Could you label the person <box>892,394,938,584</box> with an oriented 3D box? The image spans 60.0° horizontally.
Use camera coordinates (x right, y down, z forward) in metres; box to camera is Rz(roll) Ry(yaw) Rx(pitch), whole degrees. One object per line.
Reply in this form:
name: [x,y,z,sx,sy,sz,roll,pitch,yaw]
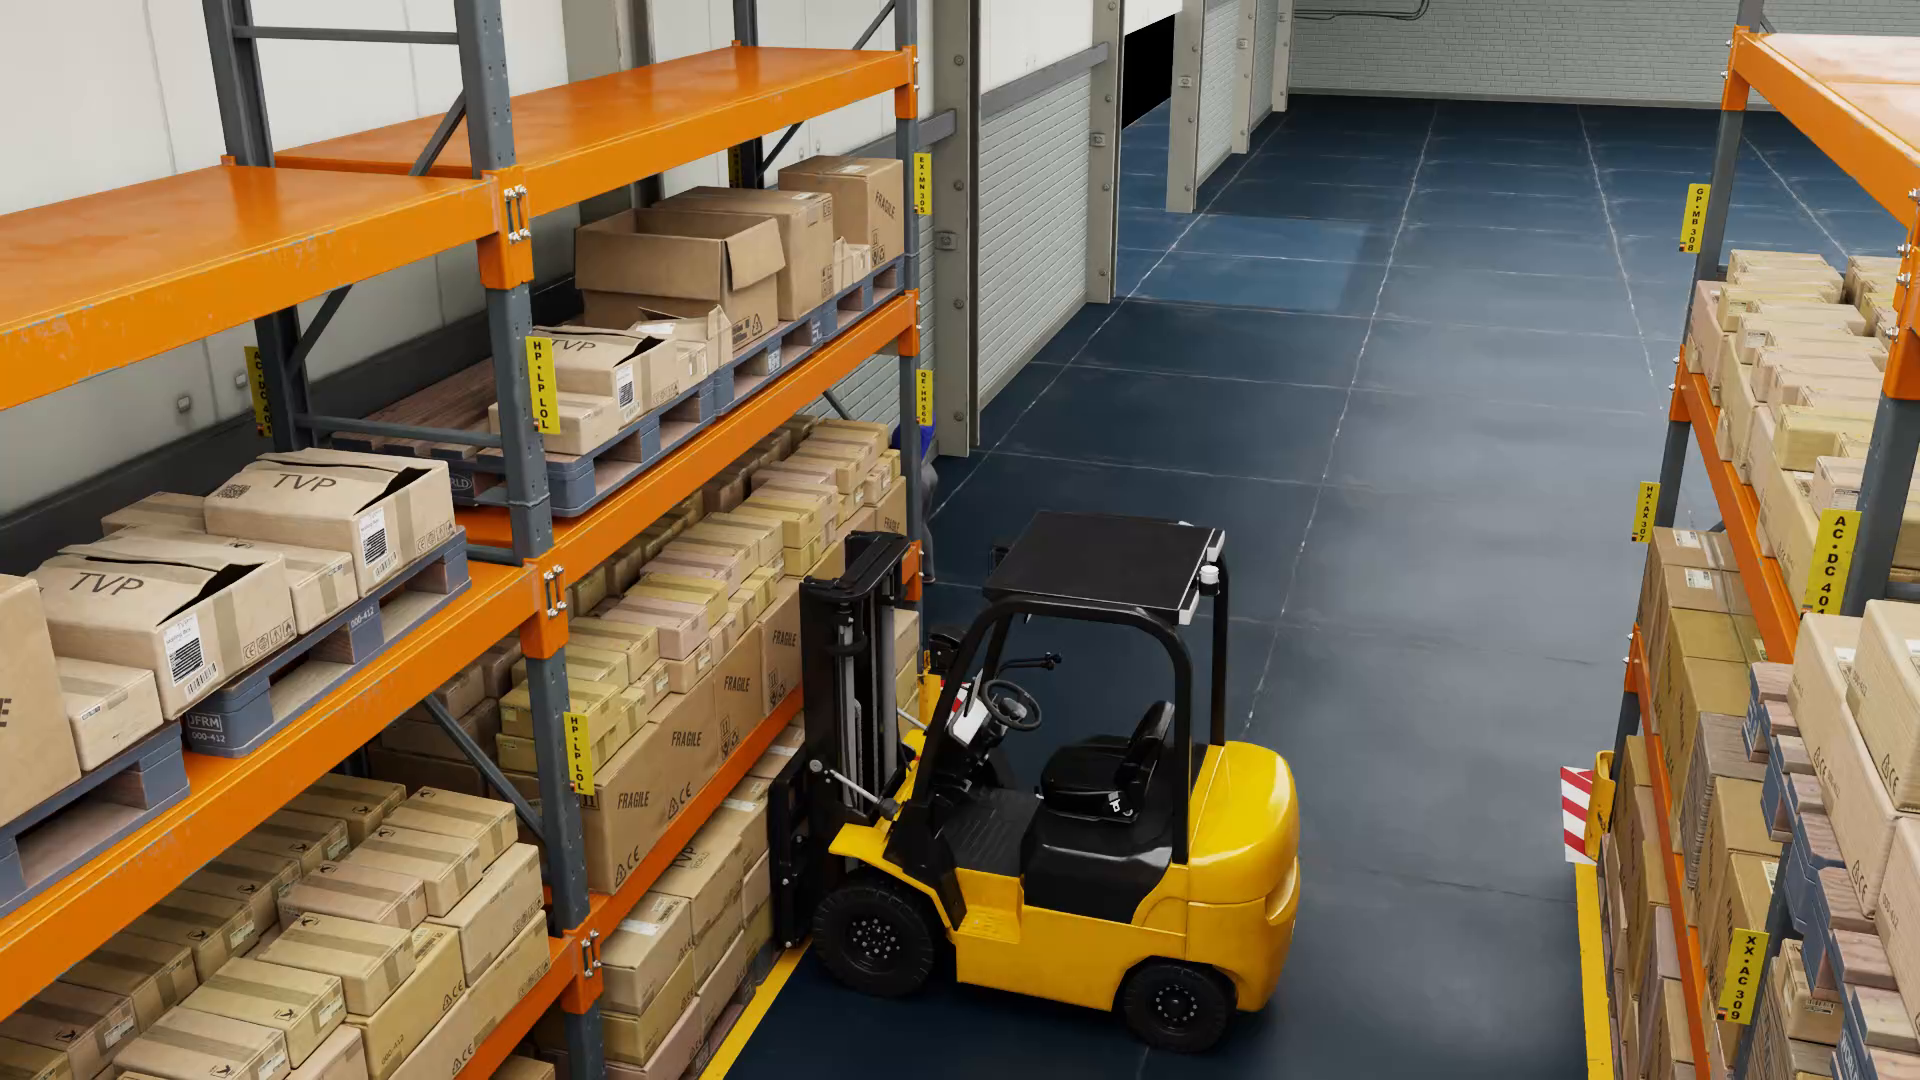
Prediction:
person: [-0.417,-0.413,12.128,0.507,1.652,0.451,7,23,16]
